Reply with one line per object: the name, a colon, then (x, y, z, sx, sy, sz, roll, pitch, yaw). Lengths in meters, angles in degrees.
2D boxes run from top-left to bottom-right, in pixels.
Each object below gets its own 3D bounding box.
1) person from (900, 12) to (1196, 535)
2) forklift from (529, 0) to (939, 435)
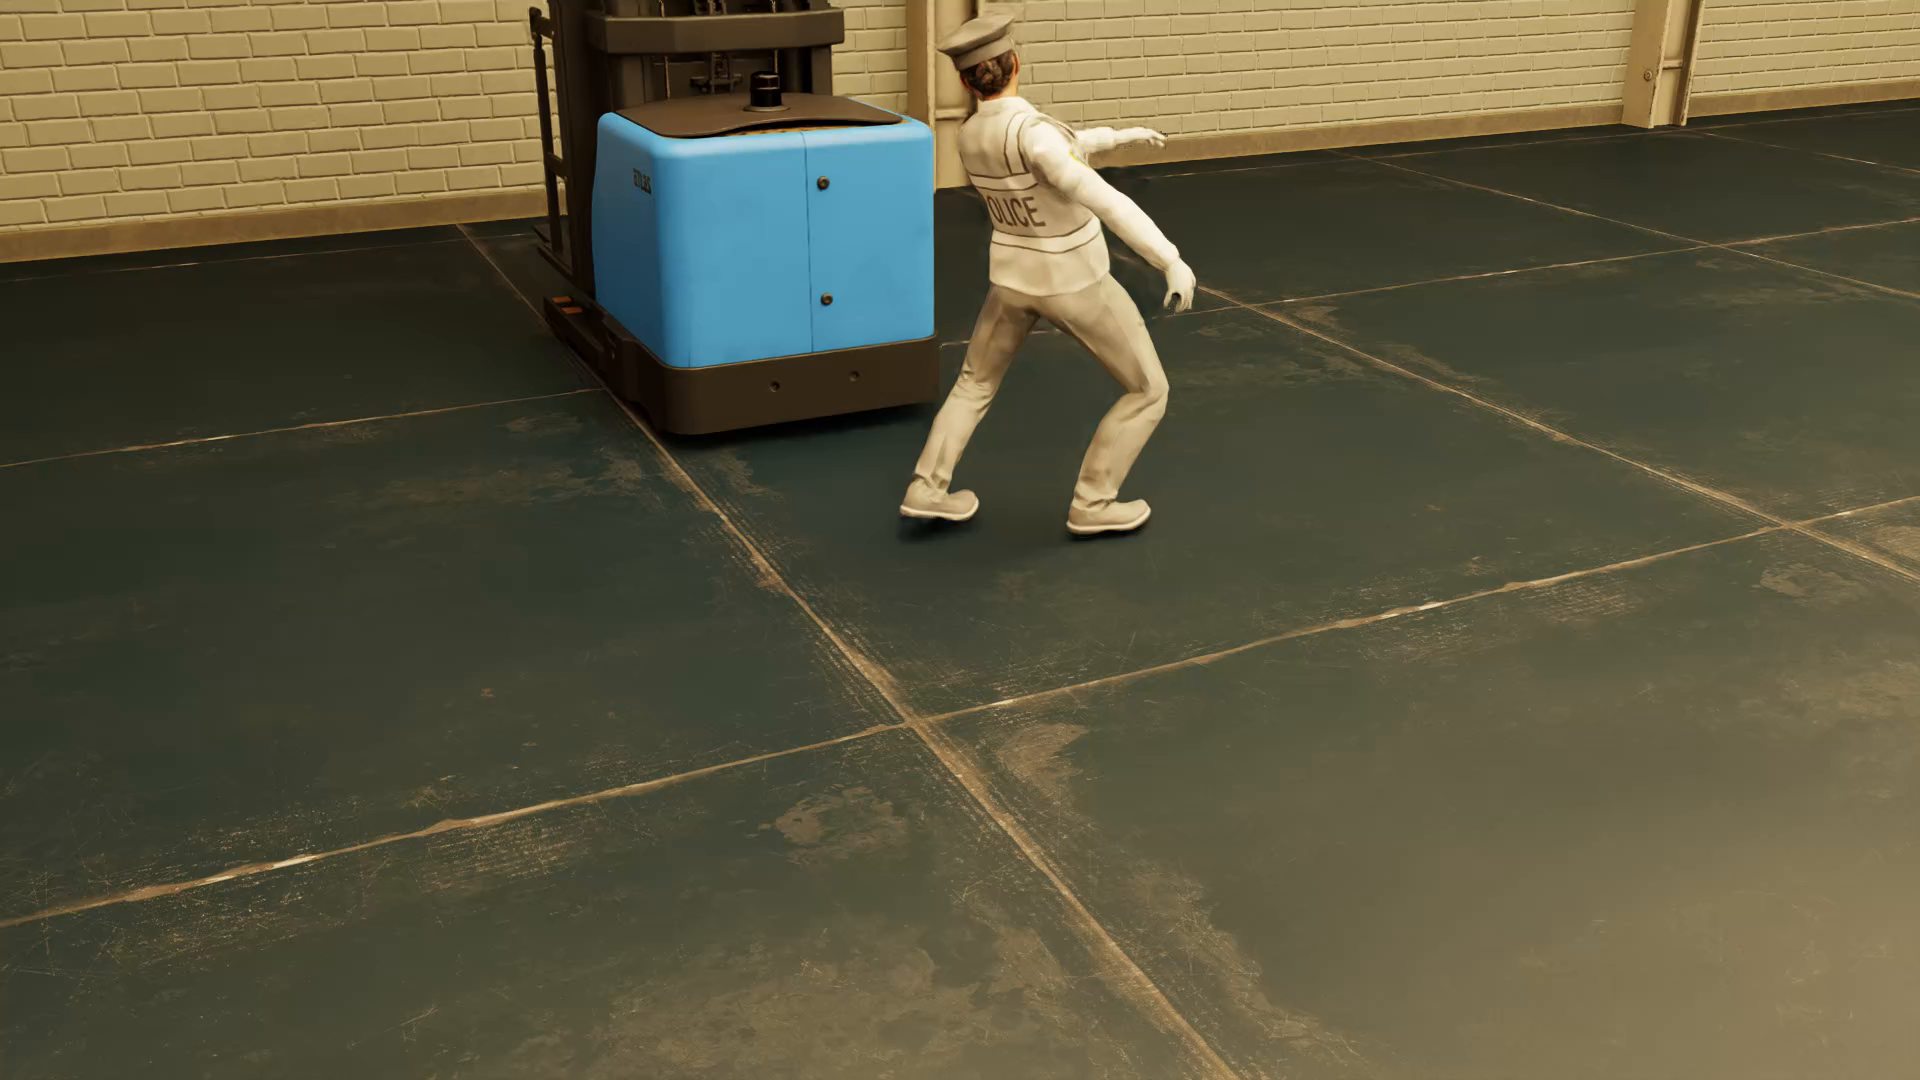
person: (0.345, -0.766, 4.927, 0.784, 1.527, 0.833, 17, 28, 35)
forklift: (-1.168, -2.250, 6.701, 1.130, 2.935, 3.031, -10, 25, -23)
